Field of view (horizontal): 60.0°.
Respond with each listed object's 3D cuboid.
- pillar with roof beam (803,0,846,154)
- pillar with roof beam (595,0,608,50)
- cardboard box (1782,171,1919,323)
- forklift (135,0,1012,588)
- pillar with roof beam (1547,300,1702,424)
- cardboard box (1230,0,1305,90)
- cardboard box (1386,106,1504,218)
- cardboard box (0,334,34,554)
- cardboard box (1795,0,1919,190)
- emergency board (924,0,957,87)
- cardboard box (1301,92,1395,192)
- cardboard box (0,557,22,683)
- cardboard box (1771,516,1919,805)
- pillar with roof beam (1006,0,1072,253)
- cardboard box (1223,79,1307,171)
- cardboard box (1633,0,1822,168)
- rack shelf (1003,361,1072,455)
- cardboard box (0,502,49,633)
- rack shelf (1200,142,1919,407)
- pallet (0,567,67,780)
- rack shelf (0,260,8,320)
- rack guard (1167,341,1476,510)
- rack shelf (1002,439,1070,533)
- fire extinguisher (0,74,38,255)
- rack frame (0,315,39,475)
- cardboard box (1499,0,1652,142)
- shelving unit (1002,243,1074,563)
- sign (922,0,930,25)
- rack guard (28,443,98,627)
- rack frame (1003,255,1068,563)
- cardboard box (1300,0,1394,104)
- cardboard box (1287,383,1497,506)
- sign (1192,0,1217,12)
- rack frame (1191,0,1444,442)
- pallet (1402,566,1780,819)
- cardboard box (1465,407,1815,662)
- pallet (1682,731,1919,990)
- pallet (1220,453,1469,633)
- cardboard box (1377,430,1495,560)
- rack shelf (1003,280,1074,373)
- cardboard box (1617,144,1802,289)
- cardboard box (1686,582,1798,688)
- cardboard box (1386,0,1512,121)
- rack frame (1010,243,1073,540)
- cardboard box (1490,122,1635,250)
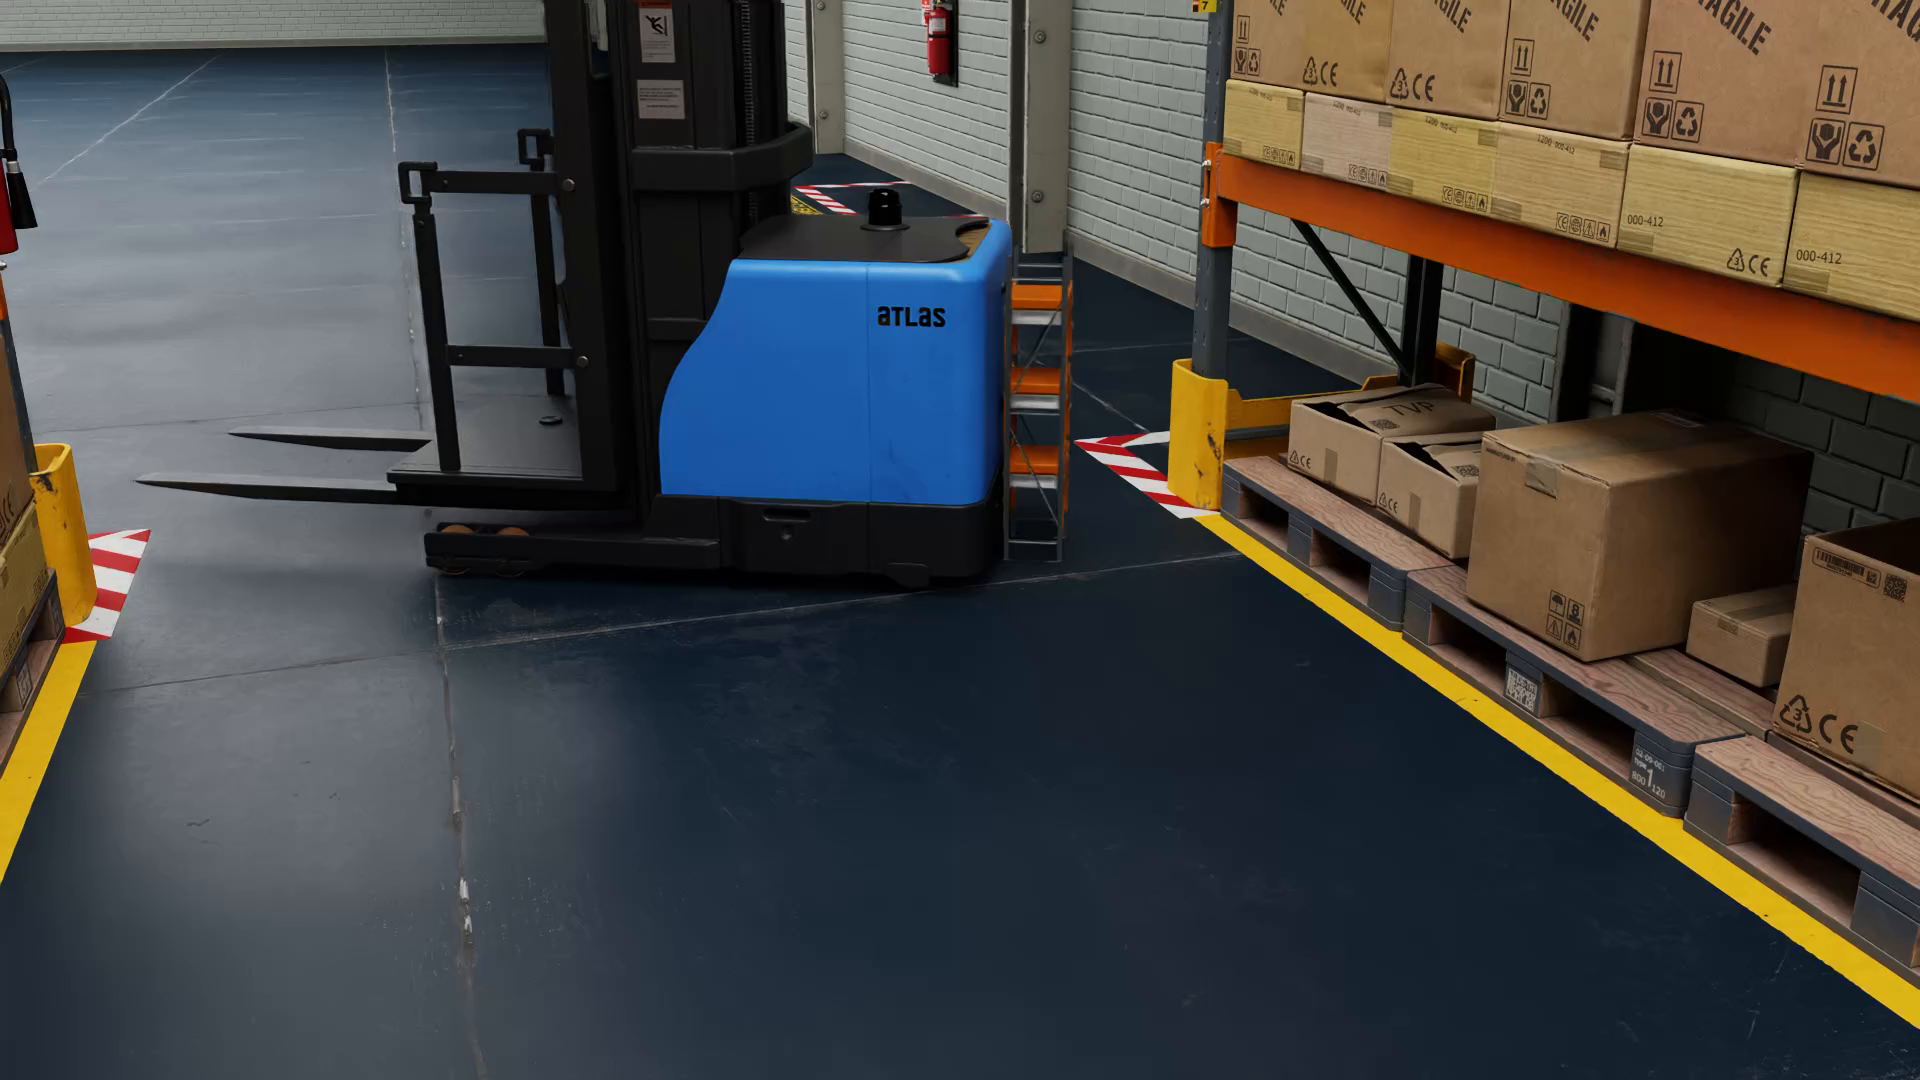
[{"bbox_3d":[-5.441,-7.742,14.159,9.100,9.000,0.400,-6,21,-17],"label":"pillar with roof beam"},{"bbox_3d":[-11.099,-13.518,30.241,9.100,9.000,0.400,-6,21,-17],"label":"pillar with roof beam"},{"bbox_3d":[2.048,-0.594,3.324,0.500,0.250,0.500,-6,21,-17],"label":"cardboard box"},{"bbox_3d":[-1.357,-1.426,5.551,3.031,2.935,1.130,2,20,7],"label":"forklift"},{"bbox_3d":[-1.670,-3.891,3.438,9.100,9.000,0.400,-6,21,-17],"label":"pillar with roof beam"},{"bbox_3d":[1.241,-1.765,5.475,0.500,0.500,0.500,-6,21,-17],"label":"cardboard box"},{"bbox_3d":[1.559,-1.077,4.670,0.500,0.250,0.500,-7,21,-18],"label":"cardboard box"},{"bbox_3d":[-2.875,-0.246,4.502,0.500,0.500,0.500,-6,21,-17],"label":"cardboard box"},{"bbox_3d":[2.029,-0.944,3.192,0.500,0.500,0.500,-7,21,-18],"label":"cardboard box"},{"bbox_3d":[-0.209,-4.248,13.305,0.194,1.169,0.643,-6,21,-17],"label":"emergency board"},{"bbox_3d":[1.405,-1.241,5.127,0.500,0.250,0.500,-7,21,-19],"label":"cardboard box"},{"bbox_3d":[-2.708,0.266,4.185,0.500,0.250,0.500,-6,21,-17],"label":"cardboard box"},{"bbox_3d":[2.269,0.266,3.785,0.500,0.500,0.500,-8,21,-21],"label":"cardboard box"},{"bbox_3d":[-3.556,-5.817,8.798,9.100,9.000,0.400,-6,21,-17],"label":"pillar with roof beam"},{"bbox_3d":[1.228,-1.406,5.587,0.500,0.250,0.500,-7,21,-19],"label":"cardboard box"},{"bbox_3d":[1.881,-1.107,3.645,0.500,0.500,0.500,-7,21,-19],"label":"cardboard box"},{"bbox_3d":[0.264,-0.450,5.648,0.215,0.259,0.240,2,20,7],"label":"rack shelf"},{"bbox_3d":[-2.877,0.107,4.628,0.500,0.250,0.500,-6,21,-17],"label":"cardboard box"},{"bbox_3d":[2.004,-0.678,4.430,1.077,0.370,4.000,-6,21,-17],"label":"rack shelf"},{"bbox_3d":[-3.045,0.423,4.427,1.003,0.211,1.213,-6,21,-17],"label":"pallet"},{"bbox_3d":[-2.697,-0.150,2.961,1.077,0.370,4.000,-6,21,-17],"label":"rack shelf"},{"bbox_3d":[1.400,-0.457,6.450,1.175,0.500,0.348,-6,21,-17],"label":"rack guard"},{"bbox_3d":[0.264,-0.189,5.742,0.215,0.259,0.240,2,20,7],"label":"rack shelf"},{"bbox_3d":[-2.922,-1.181,4.882,0.296,0.674,0.183,-6,21,-17],"label":"fire extinguisher"},{"bbox_3d":[-3.326,-1.130,4.626,1.000,3.000,0.127,-6,21,-17],"label":"rack frame"},{"bbox_3d":[1.716,-1.274,4.109,0.500,0.500,0.500,-6,21,-16],"label":"cardboard box"},{"bbox_3d":[0.264,-0.460,5.645,0.215,1.050,0.252,2,20,7],"label":"shelving unit"},{"bbox_3d":[-0.285,-4.453,13.824,0.001,0.329,0.234,-6,21,-17],"label":"sign"},{"bbox_3d":[-3.333,0.038,5.070,1.175,0.500,0.348,-6,21,-17],"label":"rack guard"},{"bbox_3d":[0.249,-0.419,5.531,0.200,1.050,0.008,2,20,7],"label":"rack frame"},{"bbox_3d":[1.386,-1.605,5.030,0.500,0.500,0.500,-6,21,-17],"label":"cardboard box"},{"bbox_3d":[1.508,-0.368,5.830,0.500,0.311,0.500,-9,22,-23],"label":"cardboard box"},{"bbox_3d":[0.861,-2.008,5.788,0.100,0.325,0.005,-6,21,-17],"label":"sign"},{"bbox_3d":[1.376,-1.658,6.095,1.000,3.000,0.127,-6,21,-17],"label":"rack frame"},{"bbox_3d":[2.001,0.334,4.674,1.003,0.211,1.213,-6,21,-17],"label":"pallet"},{"bbox_3d":[1.870,-0.033,4.619,0.700,0.500,0.500,-8,21,-21],"label":"cardboard box"},{"bbox_3d":[2.388,0.726,3.582,1.003,0.211,1.213,-6,21,-17],"label":"pallet"},{"bbox_3d":[1.622,-0.057,5.762,1.003,0.211,1.213,-6,21,-17],"label":"pallet"},{"bbox_3d":[1.687,-0.185,5.321,0.500,0.311,0.500,-5,20,-13],"label":"cardboard box"},{"bbox_3d":[0.264,-0.717,5.552,0.215,0.259,0.240,2,20,7],"label":"rack shelf"},{"bbox_3d":[1.875,-0.753,3.769,0.500,0.250,0.500,-7,21,-18],"label":"cardboard box"},{"bbox_3d":[2.149,0.245,4.364,0.380,0.149,0.250,-8,21,-22],"label":"cardboard box"},{"bbox_3d":[1.543,-1.438,4.567,0.500,0.500,0.500,-7,21,-19],"label":"cardboard box"},{"bbox_3d":[0.280,-0.501,5.759,0.200,1.050,0.008,2,20,7],"label":"rack frame"},{"bbox_3d":[1.716,-0.915,4.218,0.500,0.250,0.500,-6,21,-17],"label":"cardboard box"}]
